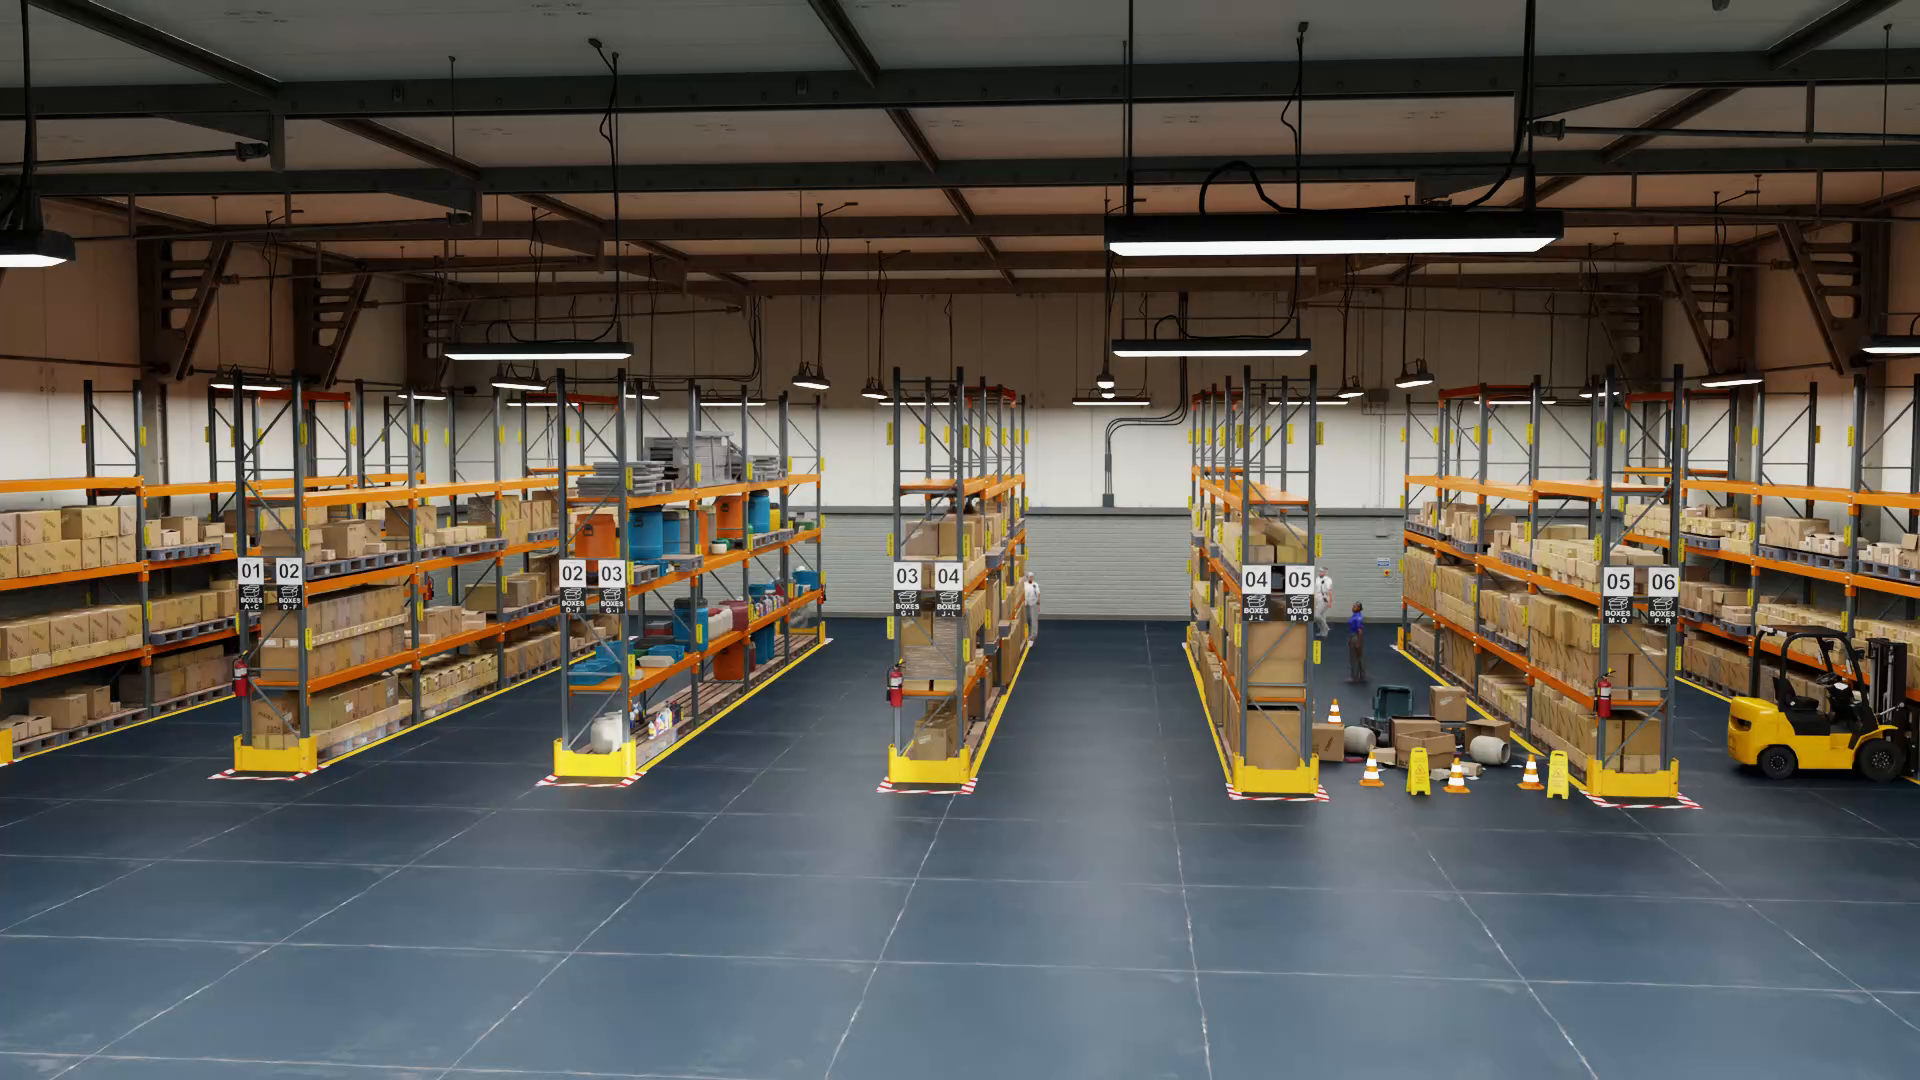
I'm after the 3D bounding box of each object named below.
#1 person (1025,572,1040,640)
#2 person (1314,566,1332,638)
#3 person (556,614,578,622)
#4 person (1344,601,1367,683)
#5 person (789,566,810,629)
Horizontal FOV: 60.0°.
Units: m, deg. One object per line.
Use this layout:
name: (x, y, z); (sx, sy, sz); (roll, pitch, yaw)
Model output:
person: (1.690, 1.638, 41.026); (0.566, 1.695, 0.402); (2, 4, 24)
person: (8.993, 1.537, 41.507); (0.485, 1.803, 0.536); (-1, 4, -11)
person: (-10.199, 1.427, 43.397); (0.732, 1.741, 0.596); (3, 5, 41)
person: (8.069, 2.079, 33.893); (0.436, 1.657, 0.480); (1, 4, 23)
person: (-4.021, 1.520, 41.728); (0.655, 1.748, 0.560); (0, 4, 5)
